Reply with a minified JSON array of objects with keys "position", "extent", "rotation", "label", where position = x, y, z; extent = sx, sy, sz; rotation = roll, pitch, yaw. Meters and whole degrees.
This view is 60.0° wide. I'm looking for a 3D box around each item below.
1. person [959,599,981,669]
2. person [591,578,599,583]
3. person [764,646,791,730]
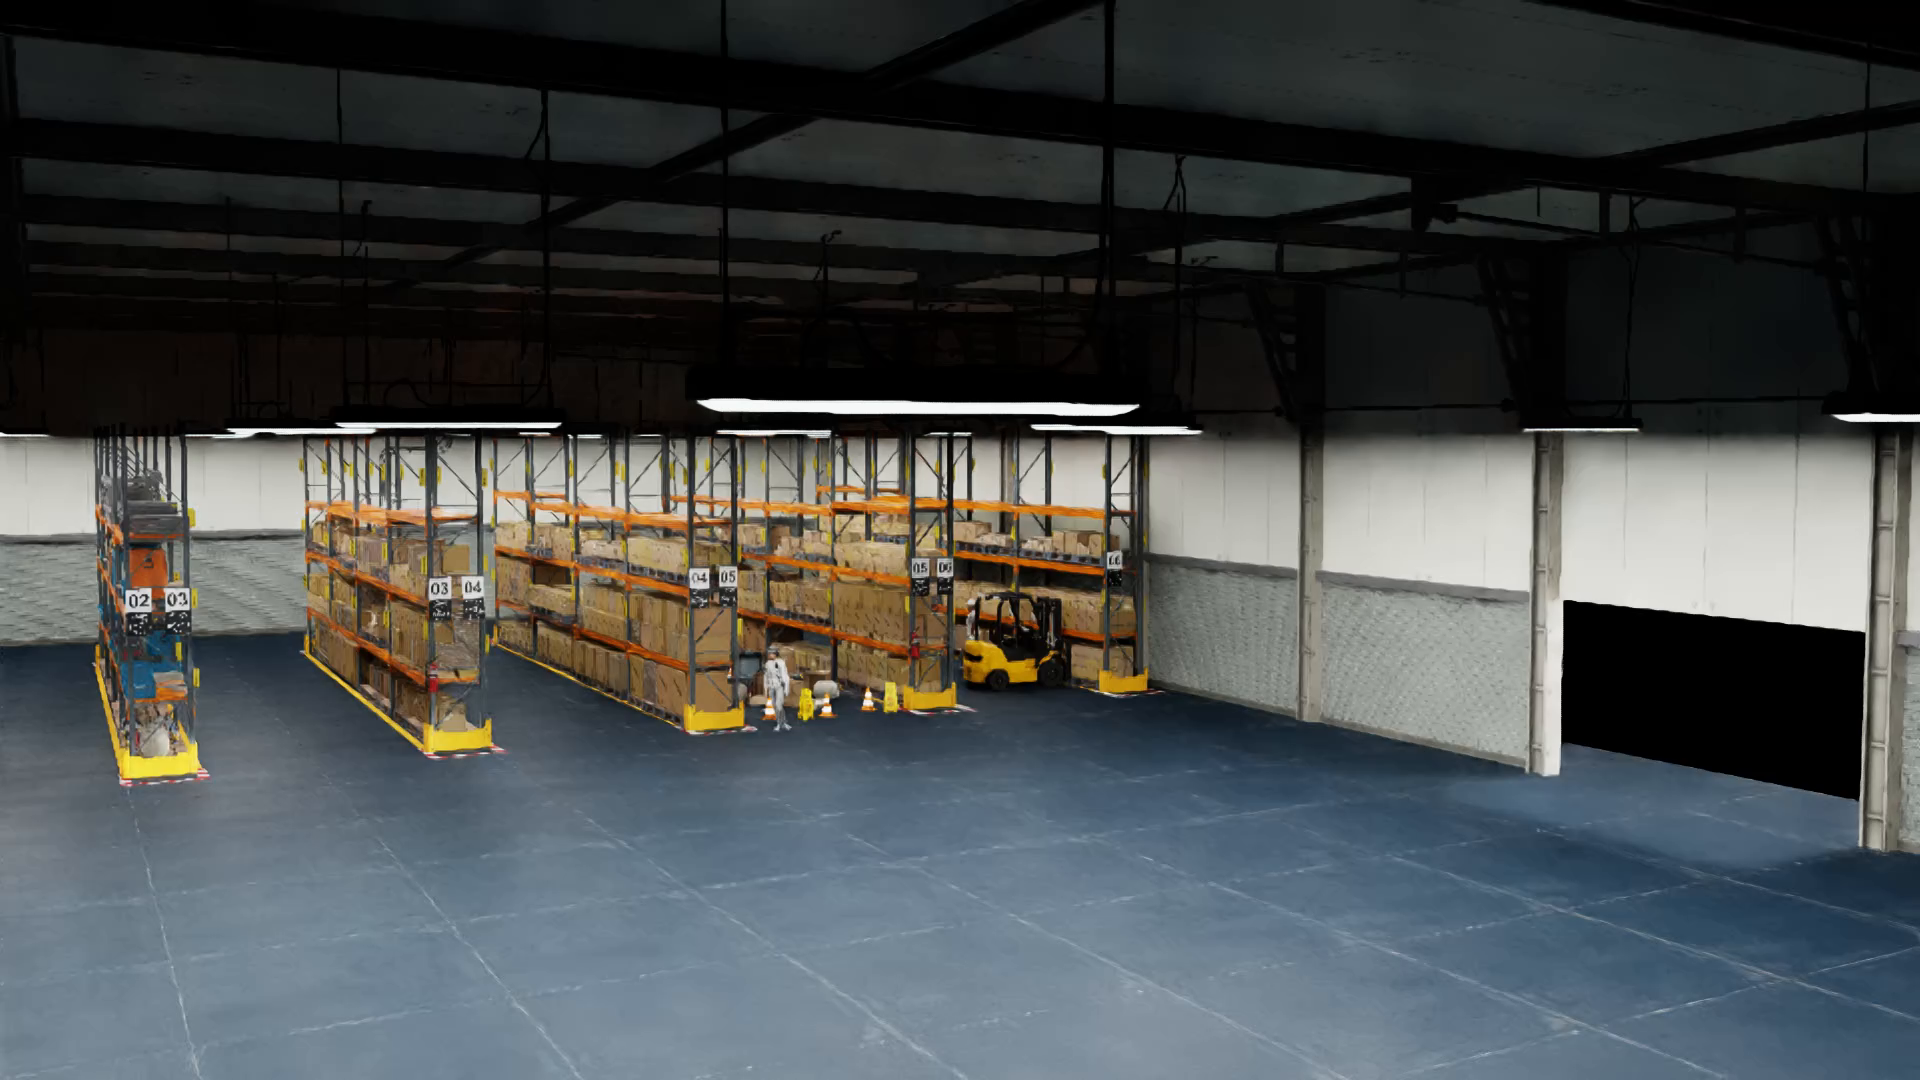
[{"position":[0.274,2.334,40.988],"extent":[0.589,1.782,0.672],"rotation":[0,3,-3],"label":"person"},{"position":[-10.628,1.937,48.910],"extent":[0.639,1.670,0.466],"rotation":[2,4,33],"label":"person"},{"position":[-3.607,2.908,32.638],"extent":[0.547,1.657,0.402],"rotation":[2,4,26],"label":"person"}]
